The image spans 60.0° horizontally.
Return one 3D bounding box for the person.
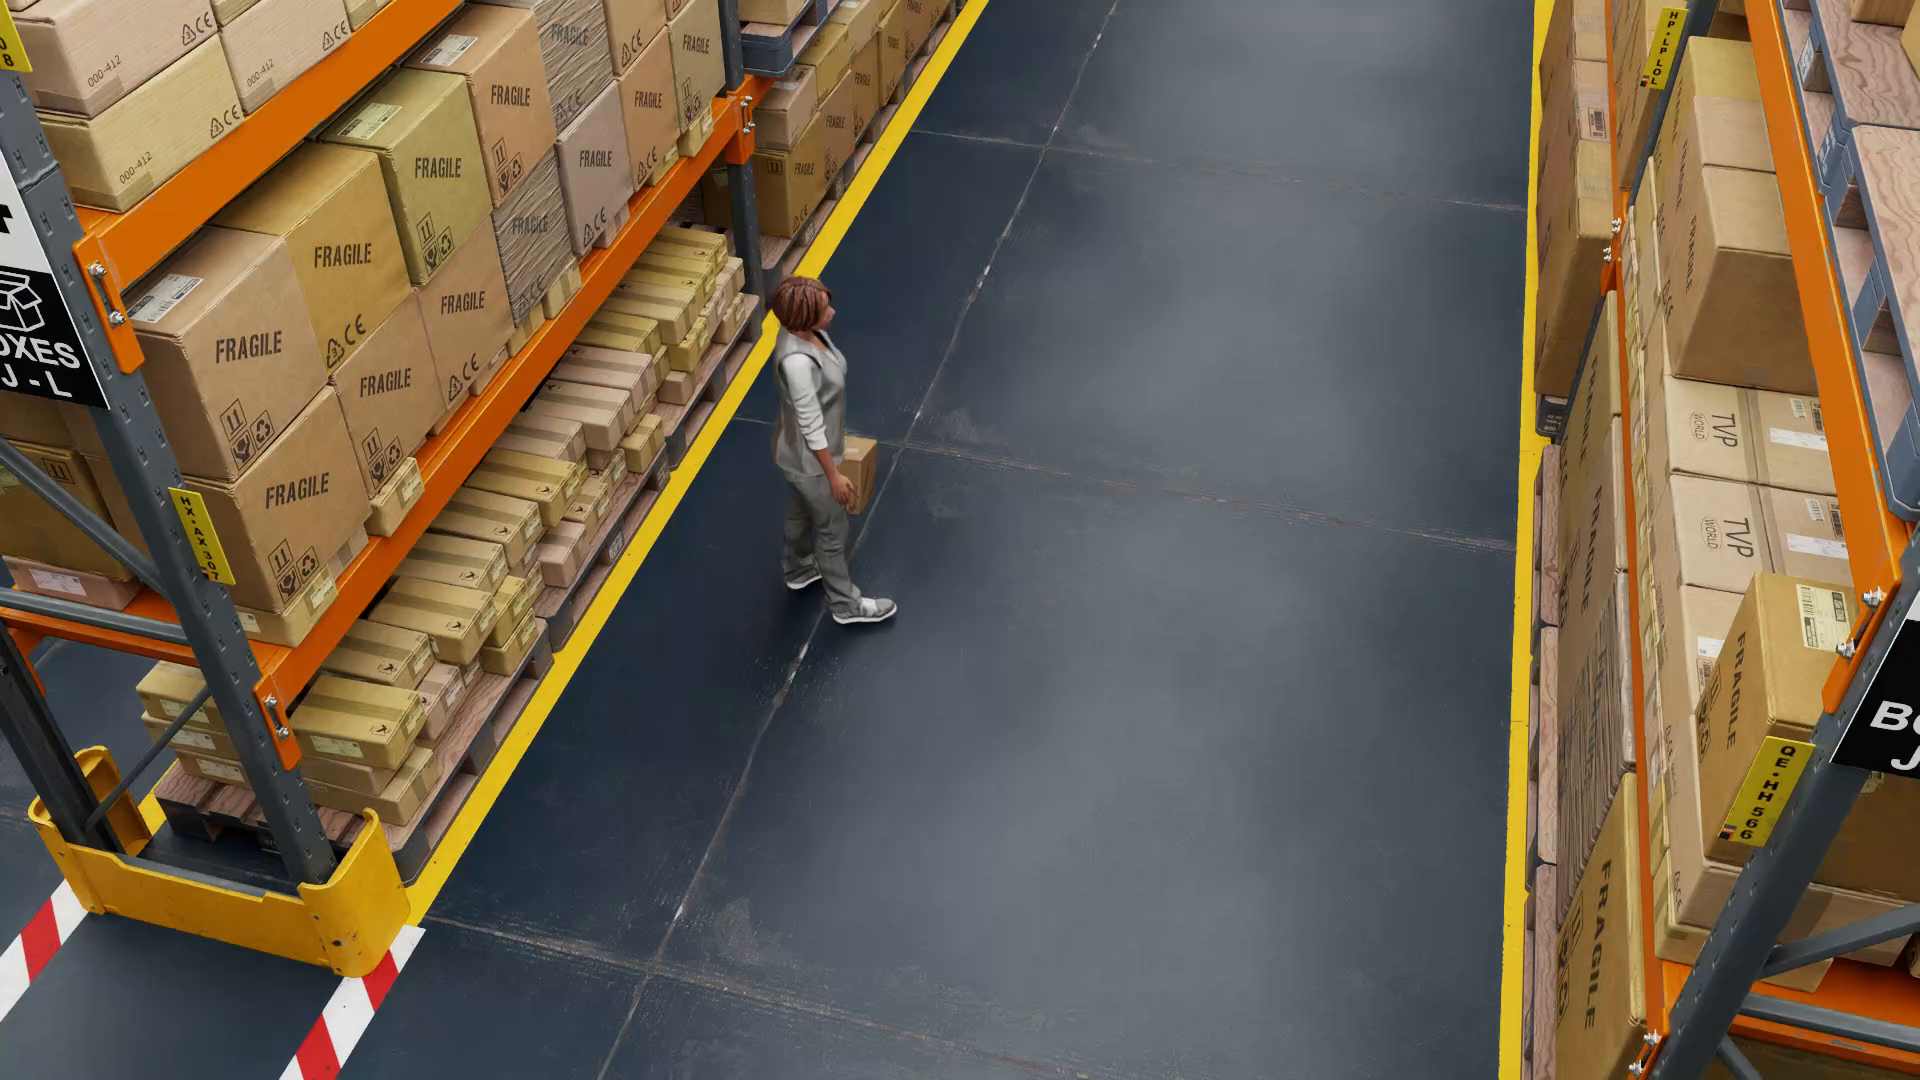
[{"bbox_3d":[-0.512,-0.348,6.523,0.490,1.603,0.487,-2,42,-2],"label":"person"}]
